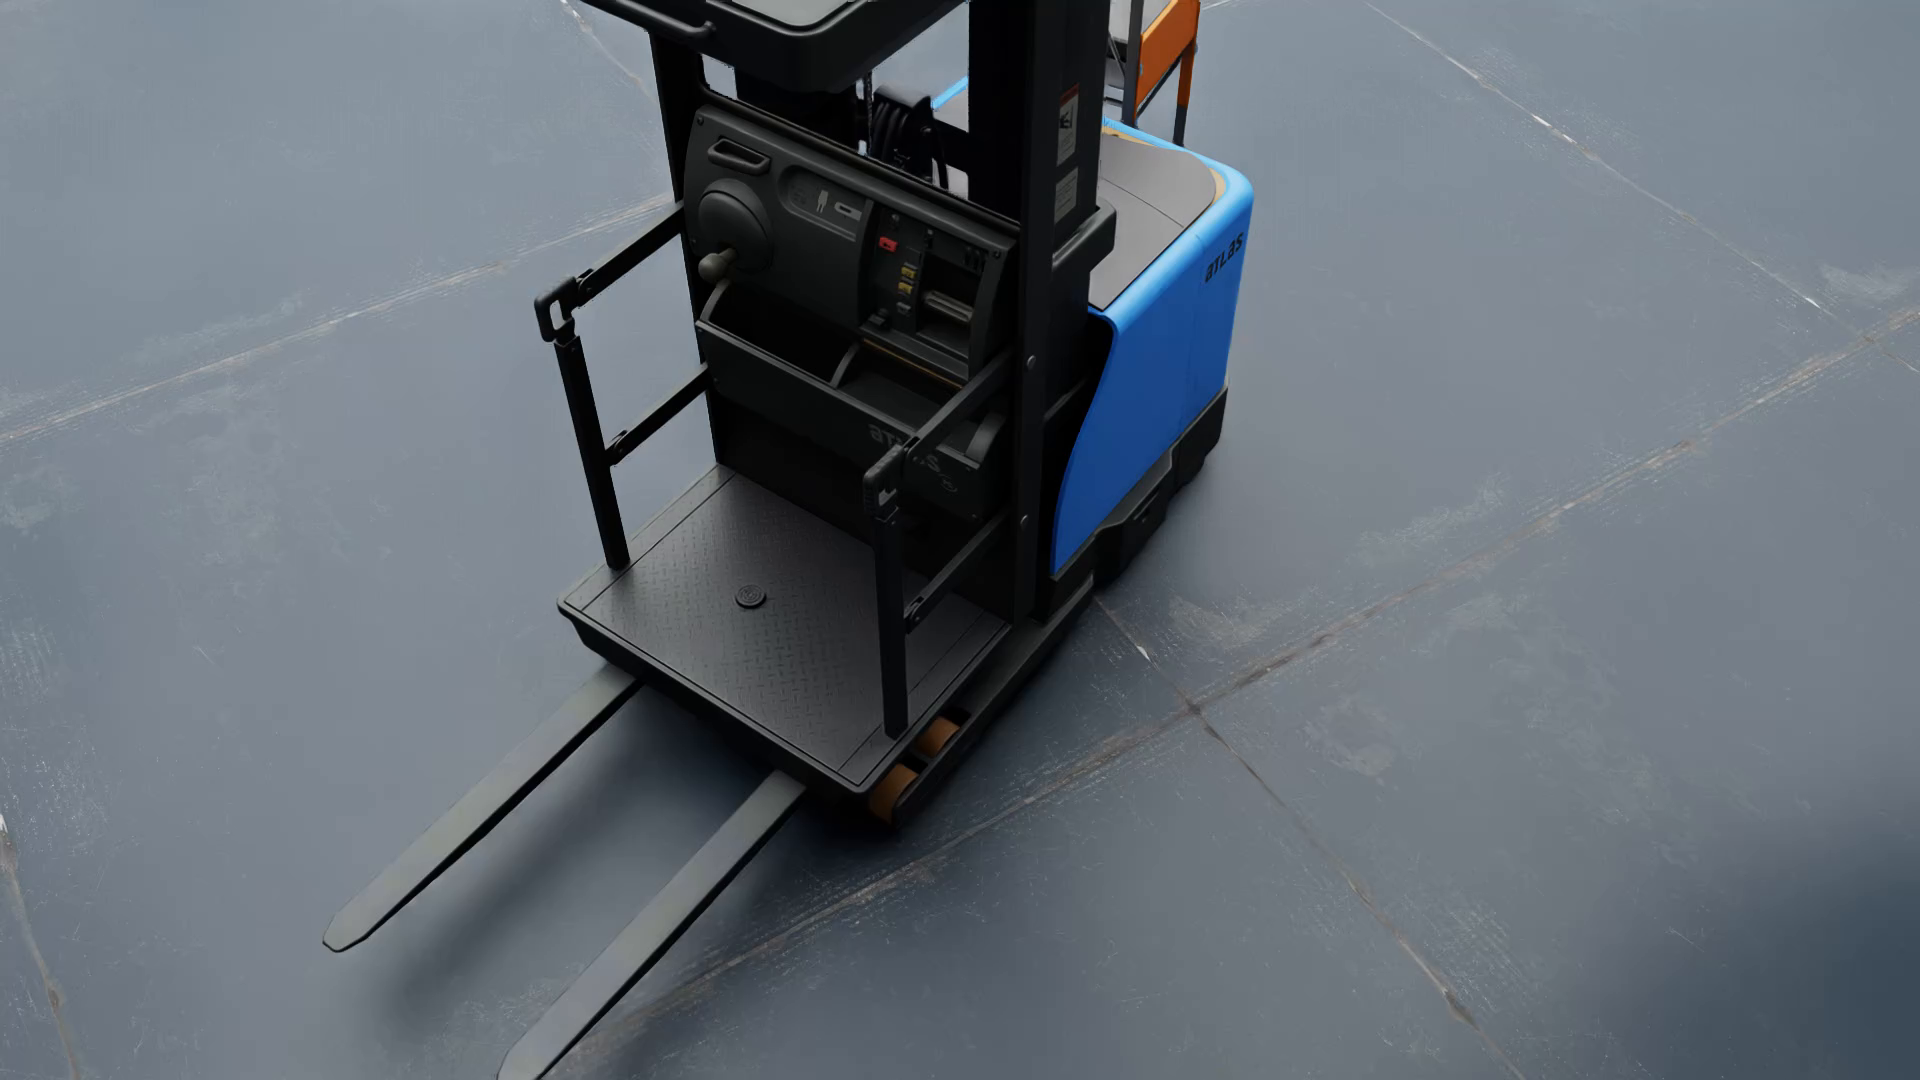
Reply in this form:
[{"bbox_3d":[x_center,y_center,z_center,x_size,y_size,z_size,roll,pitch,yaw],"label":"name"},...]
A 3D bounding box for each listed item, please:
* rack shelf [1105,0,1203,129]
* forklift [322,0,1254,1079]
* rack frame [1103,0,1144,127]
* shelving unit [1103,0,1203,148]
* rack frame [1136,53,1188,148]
[{"bbox_3d":[0.460,-1.518,5.214,0.431,0.518,0.480,22,52,18],"label":"rack shelf"},{"bbox_3d":[-0.412,-0.616,3.836,1.130,2.935,3.031,28,54,23],"label":"forklift"},{"bbox_3d":[0.345,-1.366,5.061,0.400,2.100,0.015,22,52,18],"label":"rack frame"},{"bbox_3d":[0.460,-1.527,5.204,0.431,2.100,0.503,22,52,18],"label":"shelving unit"},{"bbox_3d":[0.574,-1.688,5.347,0.400,2.100,0.015,22,52,18],"label":"rack frame"}]
